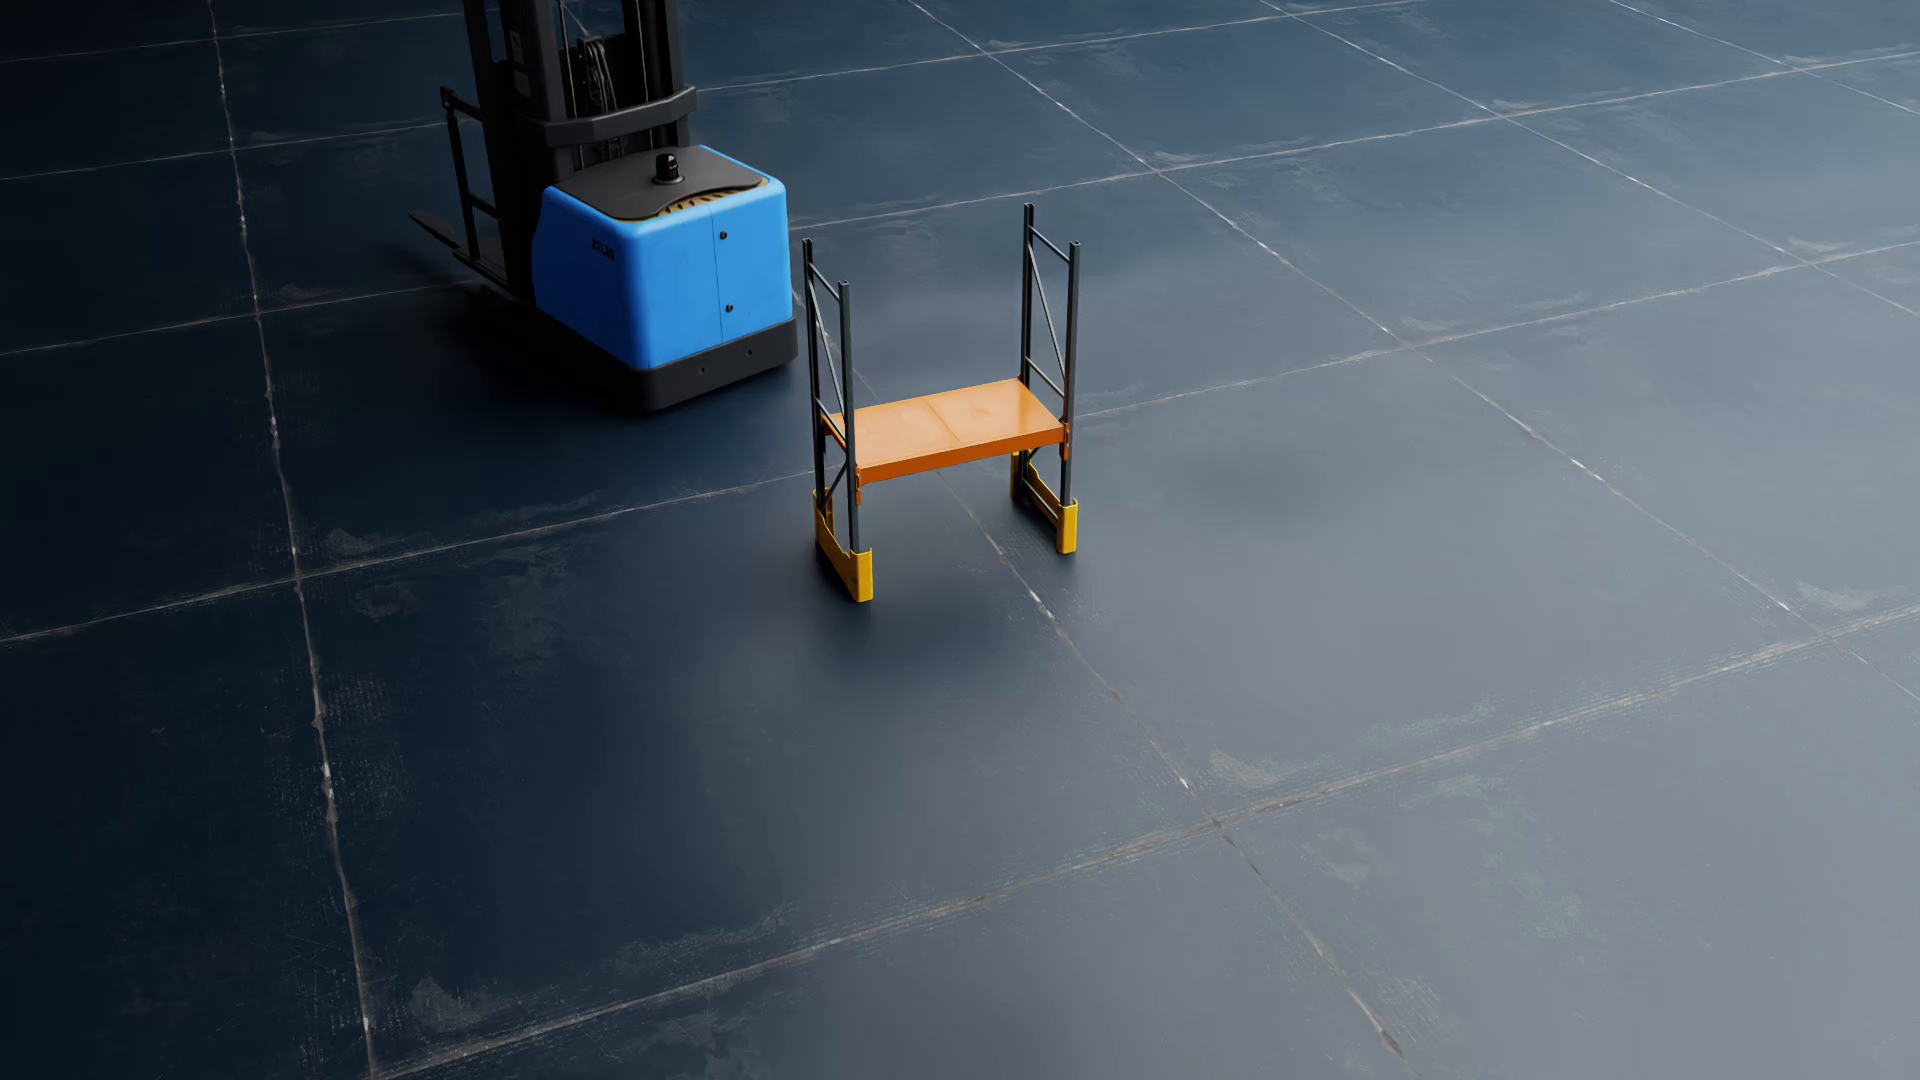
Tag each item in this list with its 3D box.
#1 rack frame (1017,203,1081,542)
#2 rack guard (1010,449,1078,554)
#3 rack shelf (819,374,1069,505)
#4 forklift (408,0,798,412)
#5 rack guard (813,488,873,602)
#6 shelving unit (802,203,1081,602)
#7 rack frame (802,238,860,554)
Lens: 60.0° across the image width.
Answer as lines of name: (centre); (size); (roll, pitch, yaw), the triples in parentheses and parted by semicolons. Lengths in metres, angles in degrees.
rack frame: (0.390, -0.718, 7.478); (0.032, 1.500, 0.500); (-13, 35, -19)
rack guard: (0.389, -0.194, 7.819); (0.087, 0.250, 0.587); (-13, 35, -19)
rack shelf: (-0.079, -0.460, 7.411); (1.000, 0.185, 0.538); (-13, 35, -19)
forklift: (-2.245, -2.619, 9.088); (1.130, 2.935, 3.031); (-26, 41, -34)
rack guard: (-0.529, 0.016, 7.496); (0.087, 0.250, 0.587); (-13, 35, -19)
shelving unit: (-0.070, -0.613, 7.316); (1.083, 1.500, 0.587); (-13, 35, -19)
rack frame: (-0.547, -0.503, 7.148); (0.032, 1.500, 0.500); (-13, 35, -19)
